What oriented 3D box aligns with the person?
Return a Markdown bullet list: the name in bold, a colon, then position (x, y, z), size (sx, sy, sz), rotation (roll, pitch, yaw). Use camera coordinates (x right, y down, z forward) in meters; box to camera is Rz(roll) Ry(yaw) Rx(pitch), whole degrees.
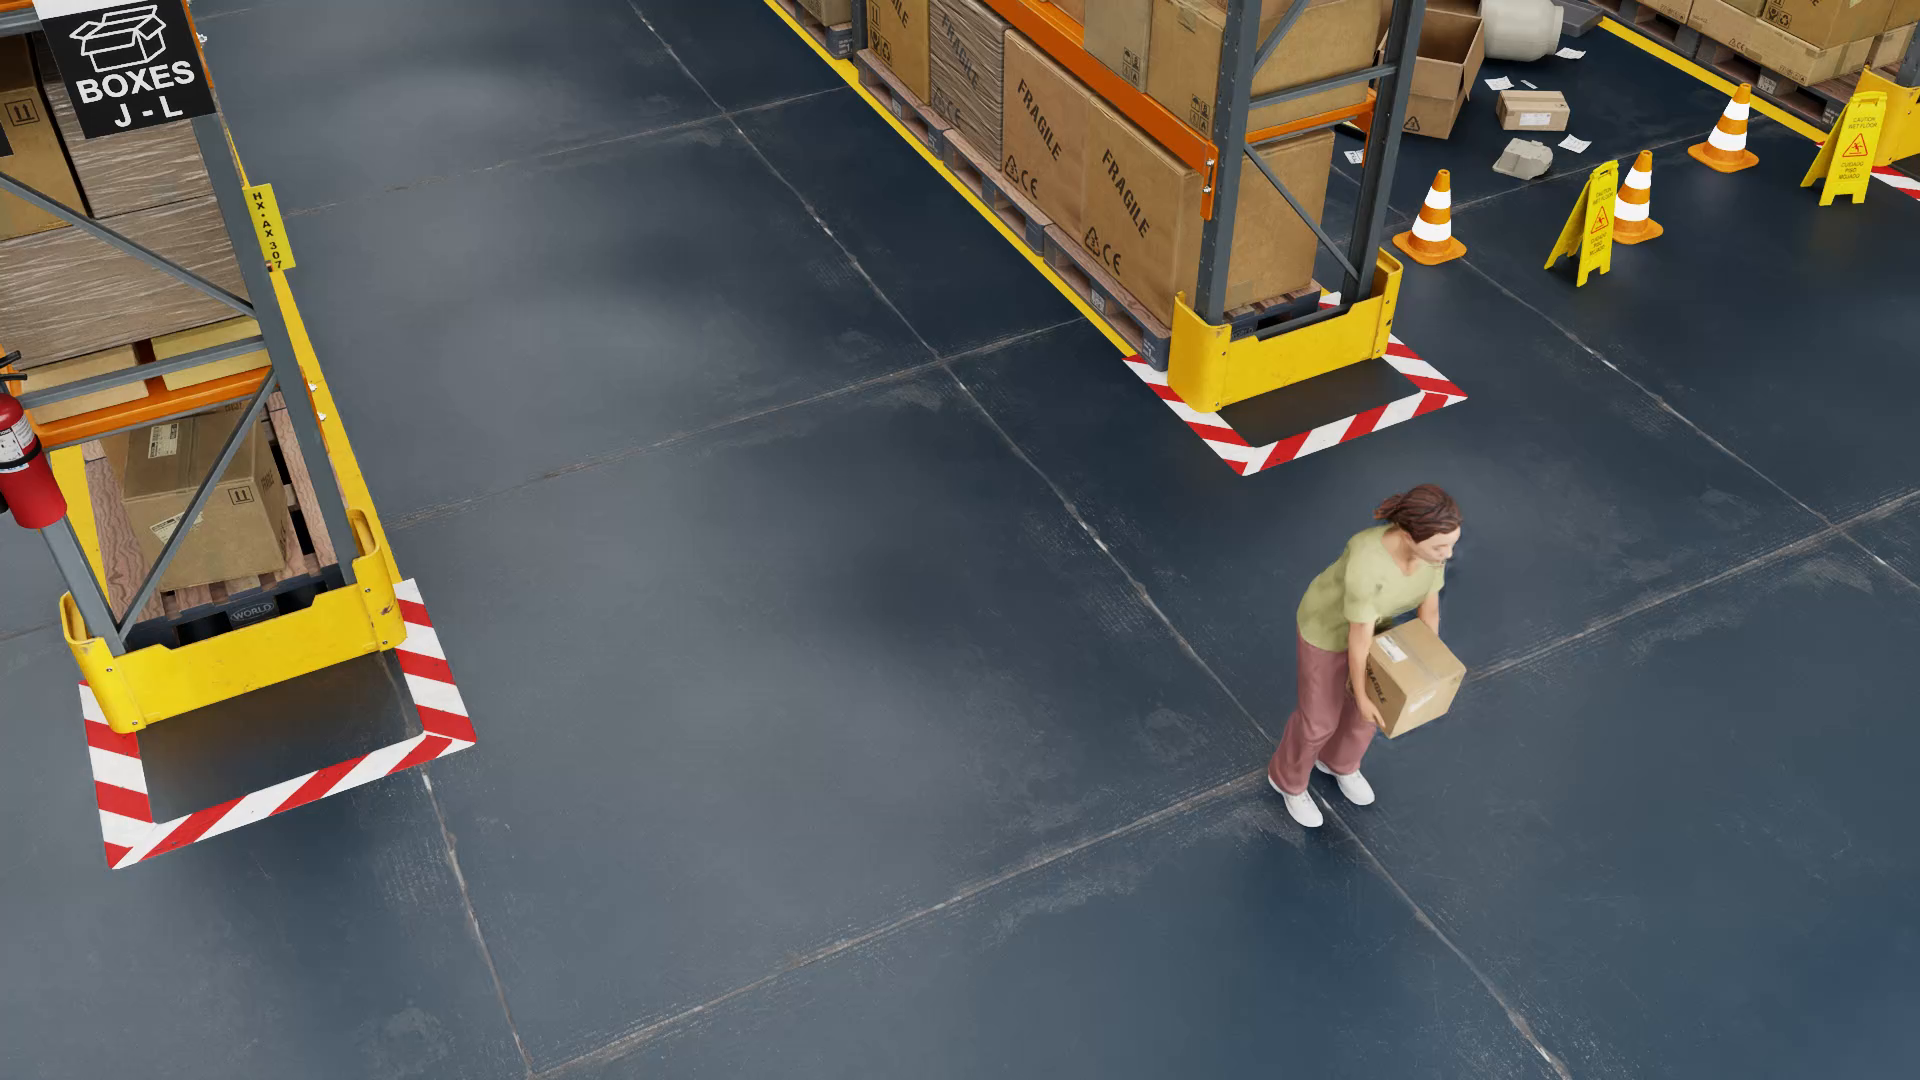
- **person**: position (1.417, 0.392, 5.759), size (0.404, 1.623, 0.539), rotation (-20, 45, -21)
